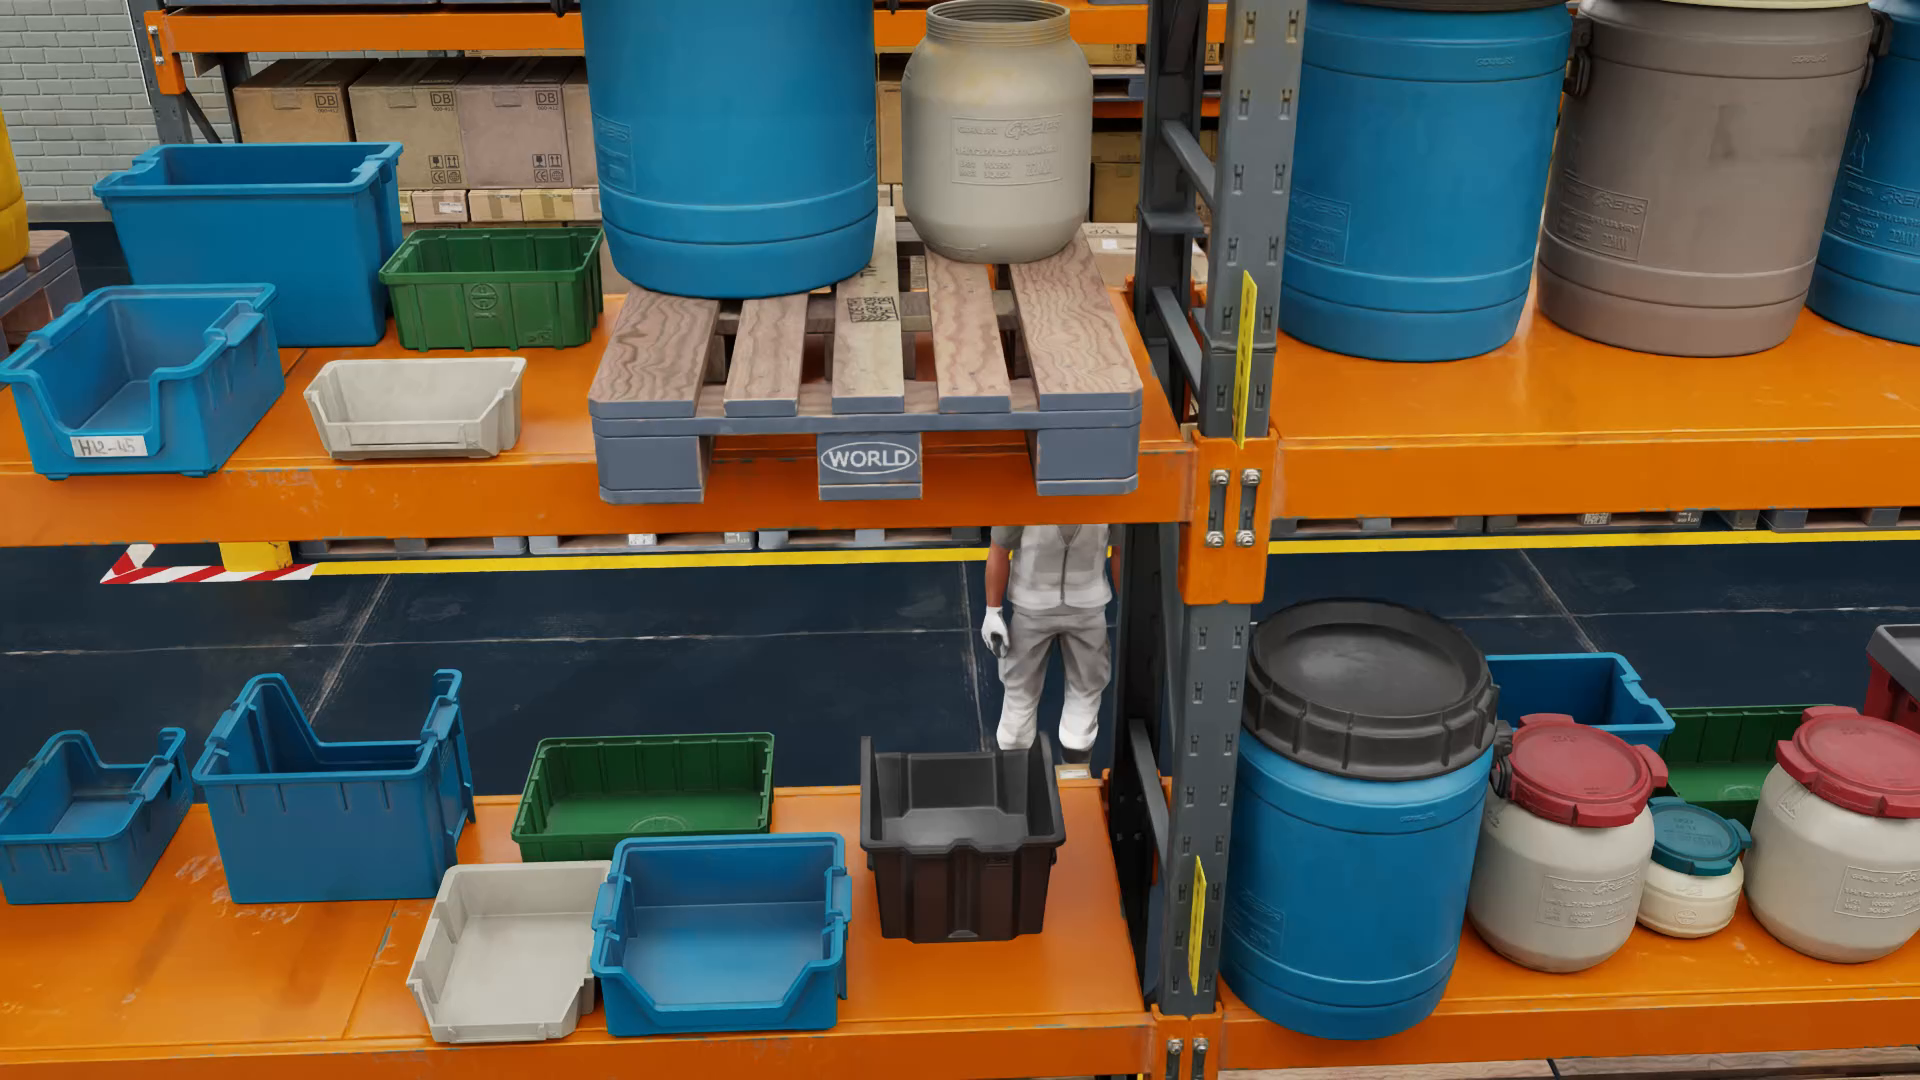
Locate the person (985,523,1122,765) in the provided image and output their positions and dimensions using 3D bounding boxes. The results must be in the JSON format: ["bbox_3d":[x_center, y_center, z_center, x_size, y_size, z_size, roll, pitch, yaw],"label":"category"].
[{"bbox_3d":[0.393,0.297,6.527,0.590,1.779,0.452,-2,27,-4],"label":"person"}]
